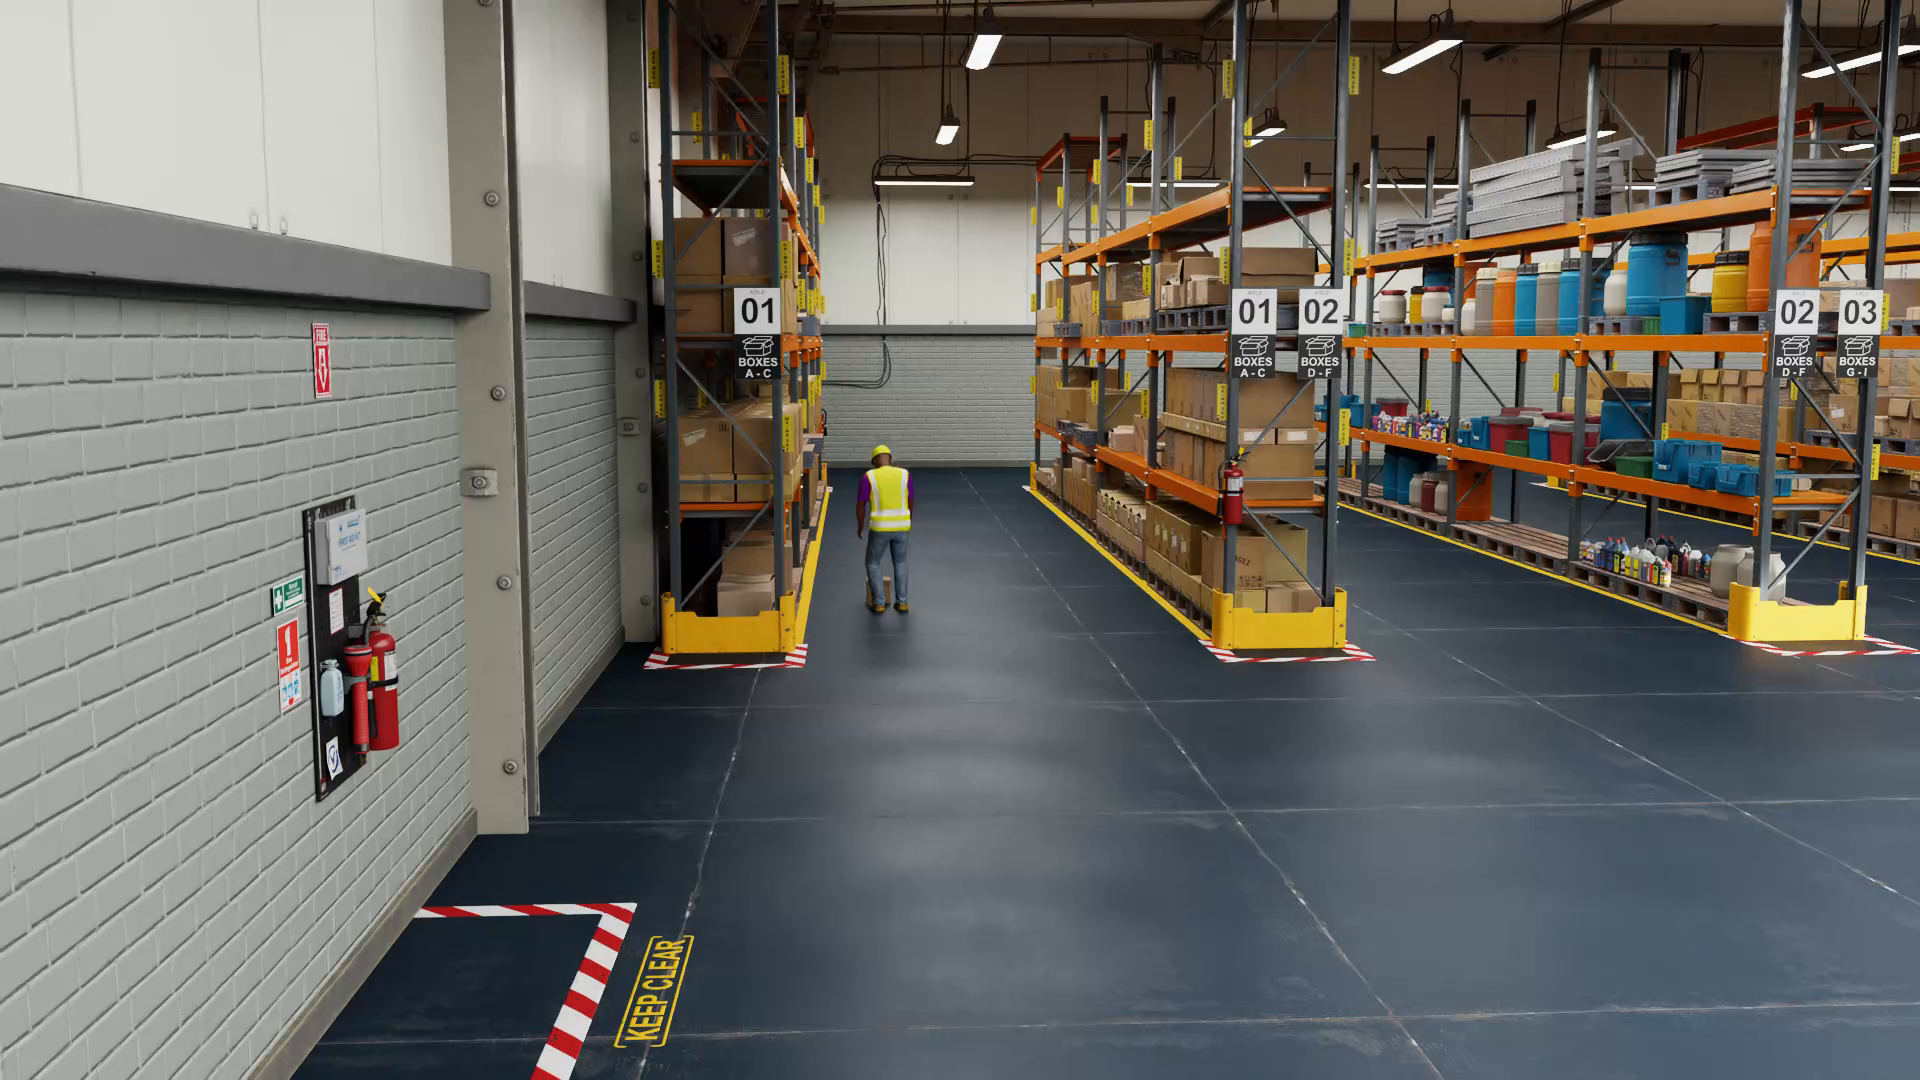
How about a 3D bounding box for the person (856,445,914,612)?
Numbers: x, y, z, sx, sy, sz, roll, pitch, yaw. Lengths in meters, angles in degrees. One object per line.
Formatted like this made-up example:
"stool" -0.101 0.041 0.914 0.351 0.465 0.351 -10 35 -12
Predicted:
"person" -0.768 -0.121 17.021 0.602 1.683 0.511 -2 7 -15
